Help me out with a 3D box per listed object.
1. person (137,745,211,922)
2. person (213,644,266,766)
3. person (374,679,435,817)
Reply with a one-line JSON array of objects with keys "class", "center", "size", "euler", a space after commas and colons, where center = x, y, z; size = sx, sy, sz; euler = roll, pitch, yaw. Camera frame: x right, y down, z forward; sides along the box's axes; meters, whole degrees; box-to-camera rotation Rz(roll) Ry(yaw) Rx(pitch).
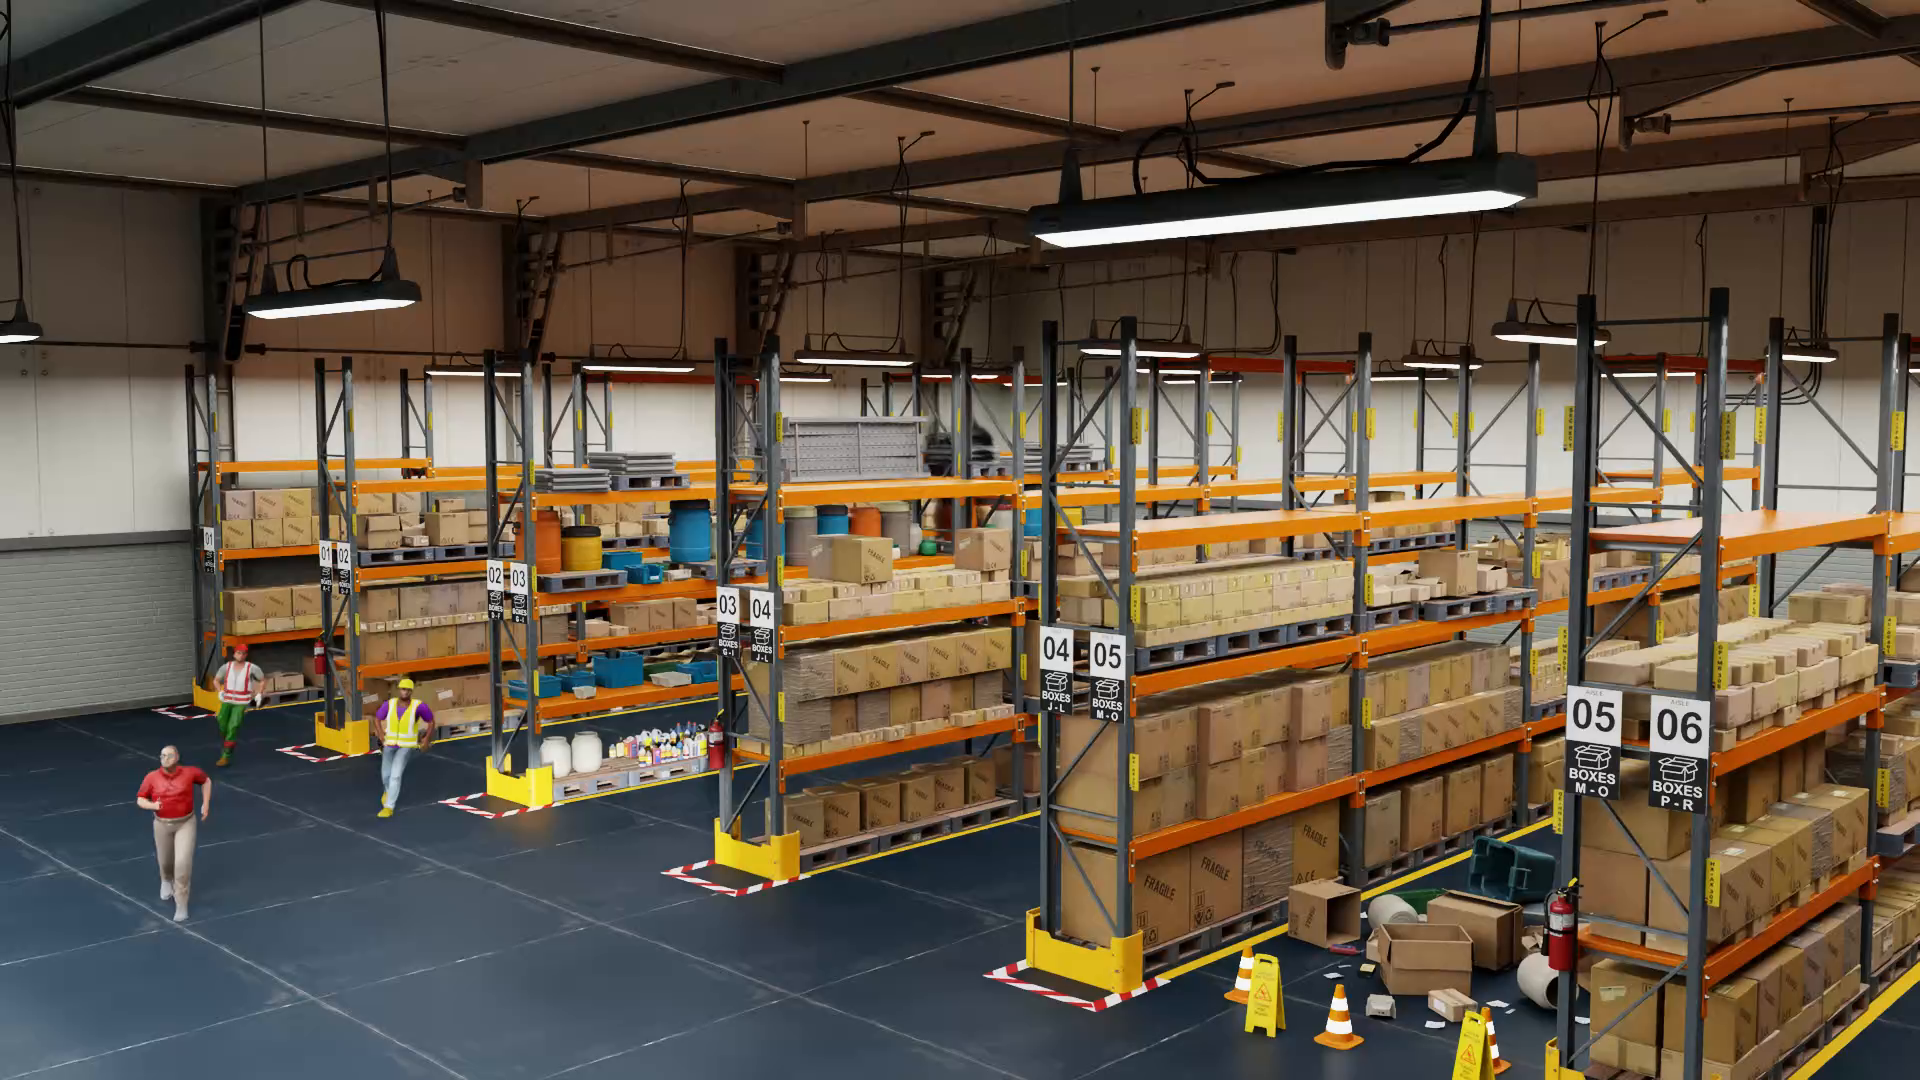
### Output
[{"class": "person", "center": [-8.138, 2.987, 17.255], "size": [0.671, 1.769, 0.964], "euler": [-1, 5, -17]}, {"class": "person", "center": [-10.642, 2.402, 24.531], "size": [0.716, 1.754, 0.885], "euler": [-1, 4, -10]}, {"class": "person", "center": [-7.190, 2.648, 21.477], "size": [0.766, 1.736, 0.859], "euler": [0, 4, -5]}]
